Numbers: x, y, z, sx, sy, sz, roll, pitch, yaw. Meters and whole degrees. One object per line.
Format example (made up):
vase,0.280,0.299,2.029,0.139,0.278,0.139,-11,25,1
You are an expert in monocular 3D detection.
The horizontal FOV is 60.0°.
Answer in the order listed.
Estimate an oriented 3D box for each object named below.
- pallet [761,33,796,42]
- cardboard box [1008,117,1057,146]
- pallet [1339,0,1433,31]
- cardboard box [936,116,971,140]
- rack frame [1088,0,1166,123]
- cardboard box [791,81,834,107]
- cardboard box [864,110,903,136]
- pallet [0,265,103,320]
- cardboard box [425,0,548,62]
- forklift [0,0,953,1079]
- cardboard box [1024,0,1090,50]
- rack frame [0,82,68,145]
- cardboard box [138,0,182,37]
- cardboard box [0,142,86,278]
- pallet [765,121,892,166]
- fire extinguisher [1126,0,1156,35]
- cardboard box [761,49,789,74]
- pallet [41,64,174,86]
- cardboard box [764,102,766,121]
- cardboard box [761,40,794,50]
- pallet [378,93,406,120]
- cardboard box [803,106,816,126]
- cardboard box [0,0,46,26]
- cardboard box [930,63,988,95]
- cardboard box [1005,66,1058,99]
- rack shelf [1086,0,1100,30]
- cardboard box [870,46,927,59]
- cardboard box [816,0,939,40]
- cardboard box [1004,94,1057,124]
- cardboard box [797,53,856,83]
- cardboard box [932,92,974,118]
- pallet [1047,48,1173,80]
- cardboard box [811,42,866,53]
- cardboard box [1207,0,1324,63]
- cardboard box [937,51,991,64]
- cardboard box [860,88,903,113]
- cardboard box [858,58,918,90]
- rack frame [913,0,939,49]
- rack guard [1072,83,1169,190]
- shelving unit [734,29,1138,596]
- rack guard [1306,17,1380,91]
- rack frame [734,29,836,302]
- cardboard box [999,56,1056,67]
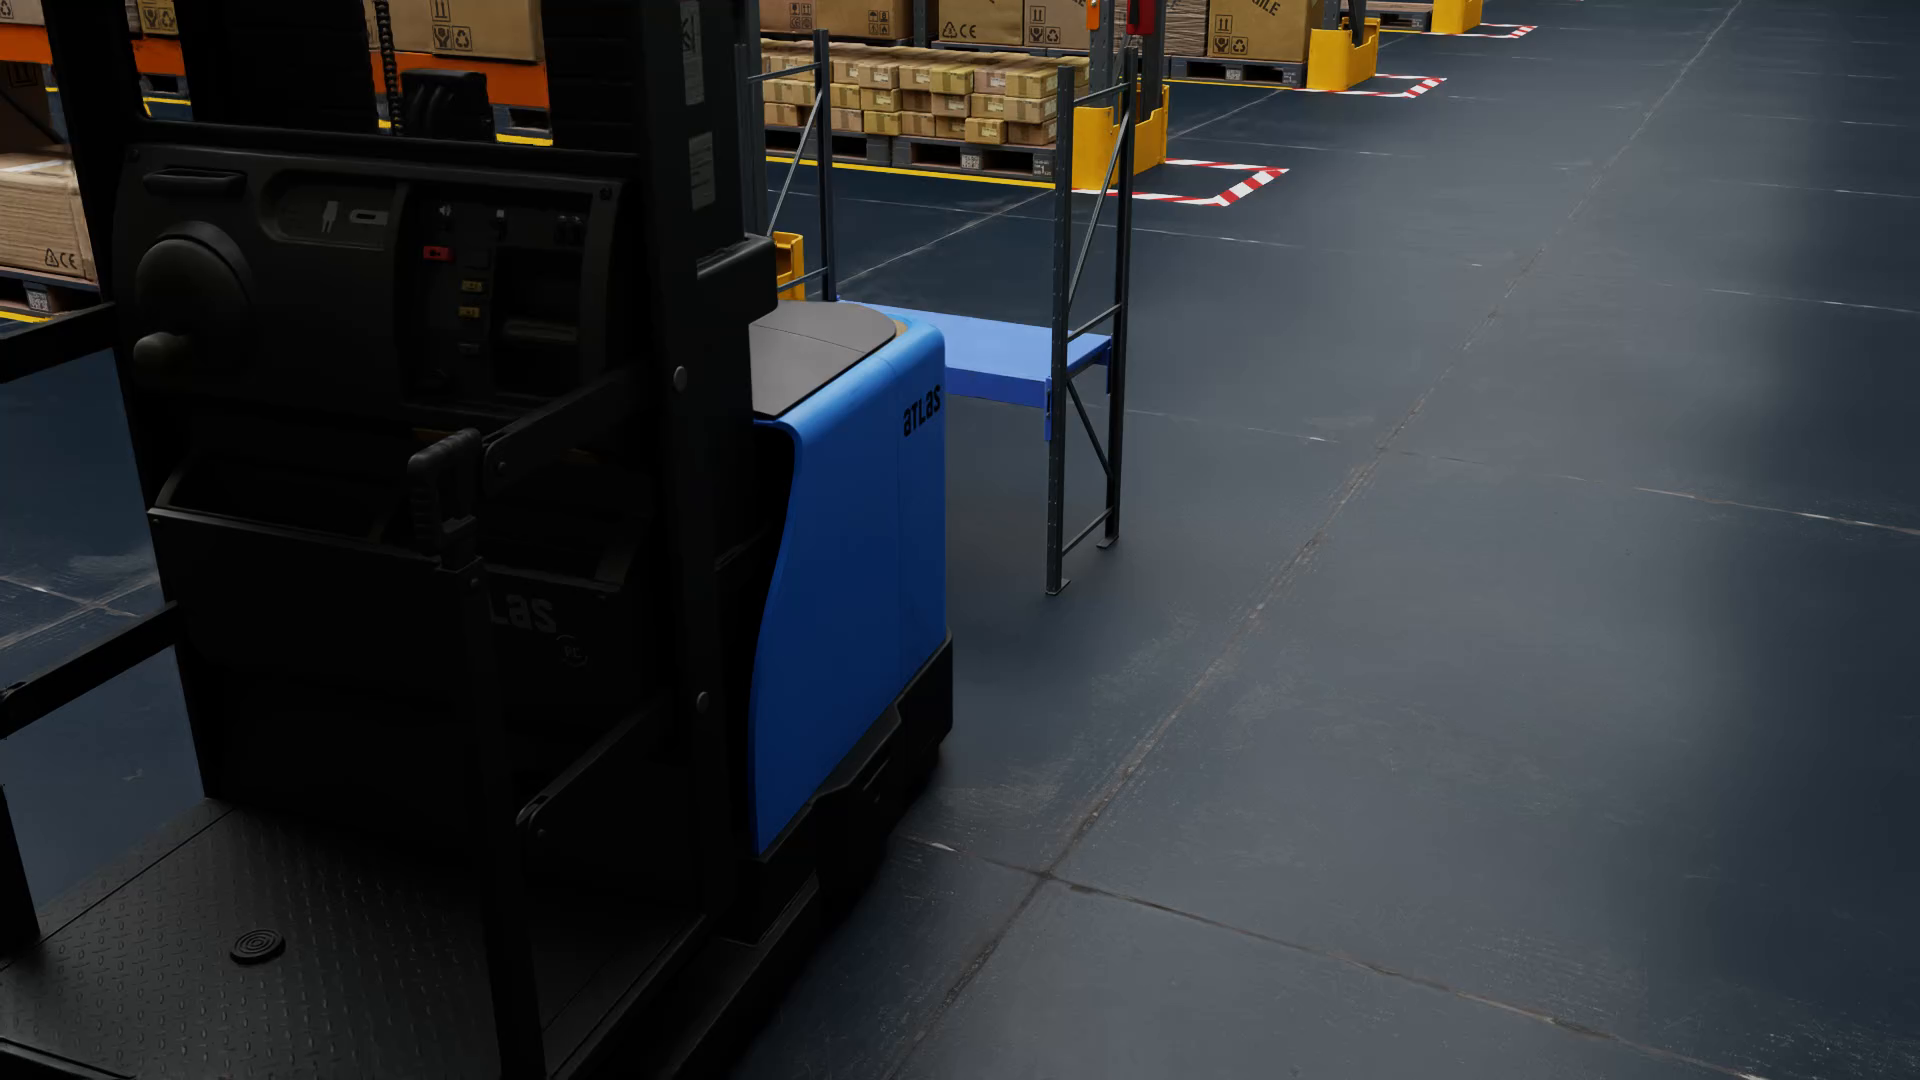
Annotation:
pallet,-1.987,-5.237,17.296,1.213,0.211,1.003,11,25,25
cardboard box,0.506,-2.677,10.817,0.250,0.149,0.380,12,26,25
pallet,4.914,-6.095,19.313,1.213,0.211,1.003,11,25,25
cardboard box,0.034,-2.763,11.021,0.250,0.149,0.380,11,25,24
rack frame,1.070,-3.775,10.294,0.127,3.000,1.000,11,25,25
cardboard box,-0.941,-3.056,11.328,0.250,0.149,0.380,11,26,25
cardboard box,-0.448,-2.825,11.167,0.250,0.149,0.380,10,25,22
pallet,-4.000,-1.290,8.013,1.213,0.211,1.003,11,25,25
cardboard box,-1.623,-2.067,6.150,0.500,0.500,0.500,11,26,25
forklift,-1.009,-0.380,2.399,1.130,2.935,3.031,8,24,19
cardboard box,1.184,-5.108,15.606,0.875,0.875,0.875,11,25,25
rack frame,-4.643,-2.735,7.848,0.127,3.000,1.000,11,25,25
cardboard box,-2.995,-2.335,6.780,0.500,0.500,0.500,12,26,26
cardboard box,-4.131,-1.601,7.918,0.875,0.438,0.875,11,25,24
pallet,-0.792,-2.877,11.745,1.213,0.211,1.003,11,25,25
fire extinguisher,1.086,-3.362,9.898,0.183,0.674,0.296,11,25,25
cardboard box,-1.386,-3.295,11.511,0.250,0.149,0.380,12,26,26
pallet,-7.824,-4.286,15.058,1.213,0.211,1.003,11,25,25
cardboard box,-1.332,-3.051,11.697,0.250,0.149,0.380,10,25,22
cardboard box,-1.397,-3.519,12.037,0.250,0.149,0.380,12,26,26
pallet,-4.288,-3.550,13.328,1.213,0.211,1.003,11,25,25
cardboard box,-0.875,-2.952,11.464,0.250,0.149,0.380,12,26,26
cardboard box,-3.895,-2.516,7.206,0.500,0.500,0.500,11,26,25
cardboard box,-0.004,-3.001,10.820,0.250,0.149,0.380,11,25,23
cardboard box,0.483,-2.935,10.665,0.250,0.149,0.380,12,26,25
rack shelf,-0.715,-3.797,11.265,4.000,0.370,1.077,11,25,25
cardboard box,-0.428,-3.367,11.680,0.250,0.149,0.380,12,26,25
cardboard box,-0.752,-5.517,16.569,0.875,0.875,1.225,11,26,25
cardboard box,0.470,-2.787,10.696,0.250,0.149,0.380,10,25,23
cardboard box,-0.903,-3.218,11.331,0.250,0.149,0.380,11,26,25
cardboard box,0.006,-2.878,10.911,0.250,0.149,0.380,10,25,22
pallet,1.564,-4.536,15.646,1.213,0.211,1.003,11,25,25
cardboard box,-0.868,-3.460,11.899,0.250,0.149,0.380,10,25,23
cardboard box,2.791,-4.790,14.859,0.875,0.875,0.875,11,25,25
cardboard box,0.030,-3.252,11.410,0.250,0.149,0.380,10,25,22
cardboard box,-0.462,-2.965,11.115,0.250,0.149,0.380,12,26,25
cardboard box,-0.471,-3.097,11.045,0.250,0.149,0.380,12,26,26
rack frame,-0.172,-6.196,15.986,0.127,3.000,1.000,11,25,25
rack guard,1.002,-2.638,10.815,0.348,0.500,1.175,11,25,25
shelving unit,-0.076,-0.705,4.992,1.048,1.500,0.538,11,25,25
rack guard,3.419,-4.335,14.805,0.348,0.500,1.175,11,25,25
rack frame,-0.530,-0.795,5.203,0.032,1.500,0.500,11,25,25
cardboard box,0.455,-3.148,11.166,0.250,0.149,0.380,12,26,25
